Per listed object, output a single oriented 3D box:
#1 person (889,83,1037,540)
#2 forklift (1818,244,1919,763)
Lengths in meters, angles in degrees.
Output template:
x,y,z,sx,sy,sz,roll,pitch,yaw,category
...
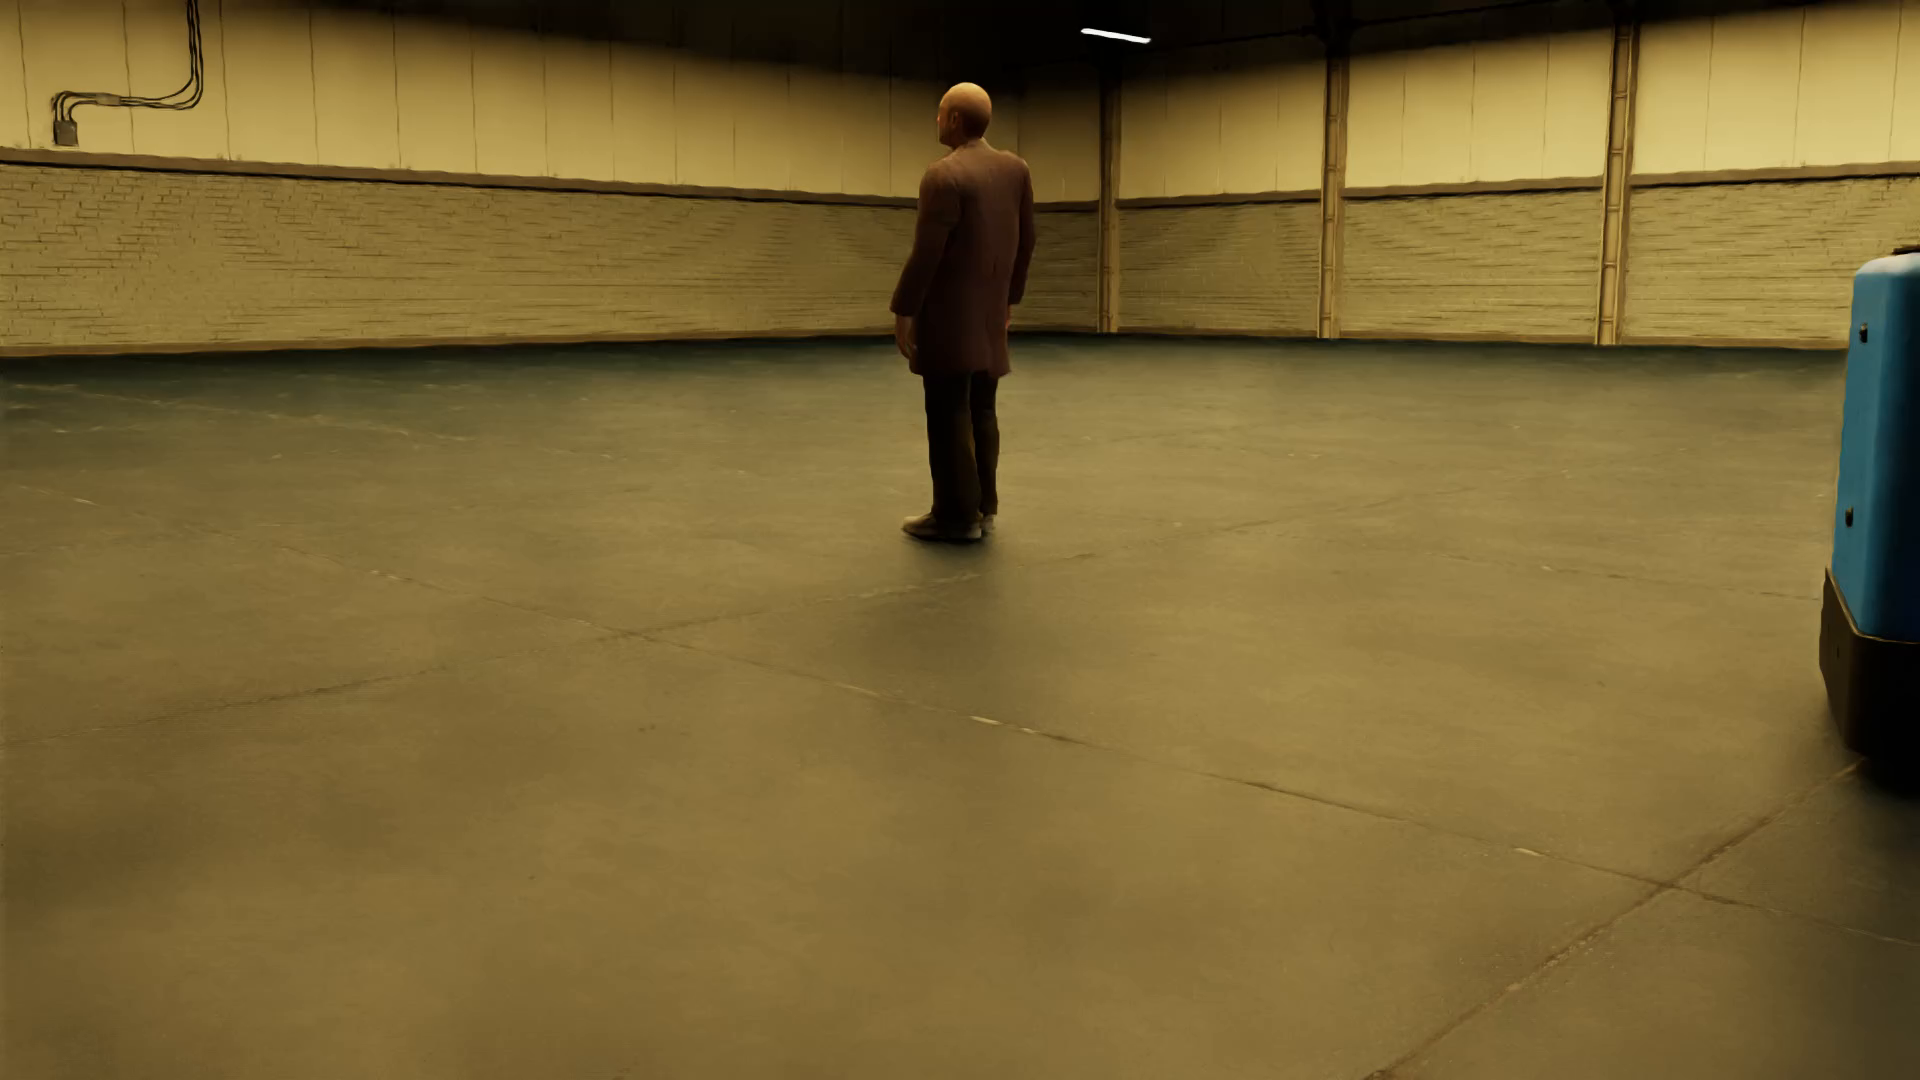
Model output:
x,y,z,sx,sy,sz,roll,pitch,yaw,category
-0.062,-0.896,6.650,0.580,1.776,0.694,8,12,43,person
3.381,-0.923,3.002,3.031,2.935,1.130,4,9,24,forklift
